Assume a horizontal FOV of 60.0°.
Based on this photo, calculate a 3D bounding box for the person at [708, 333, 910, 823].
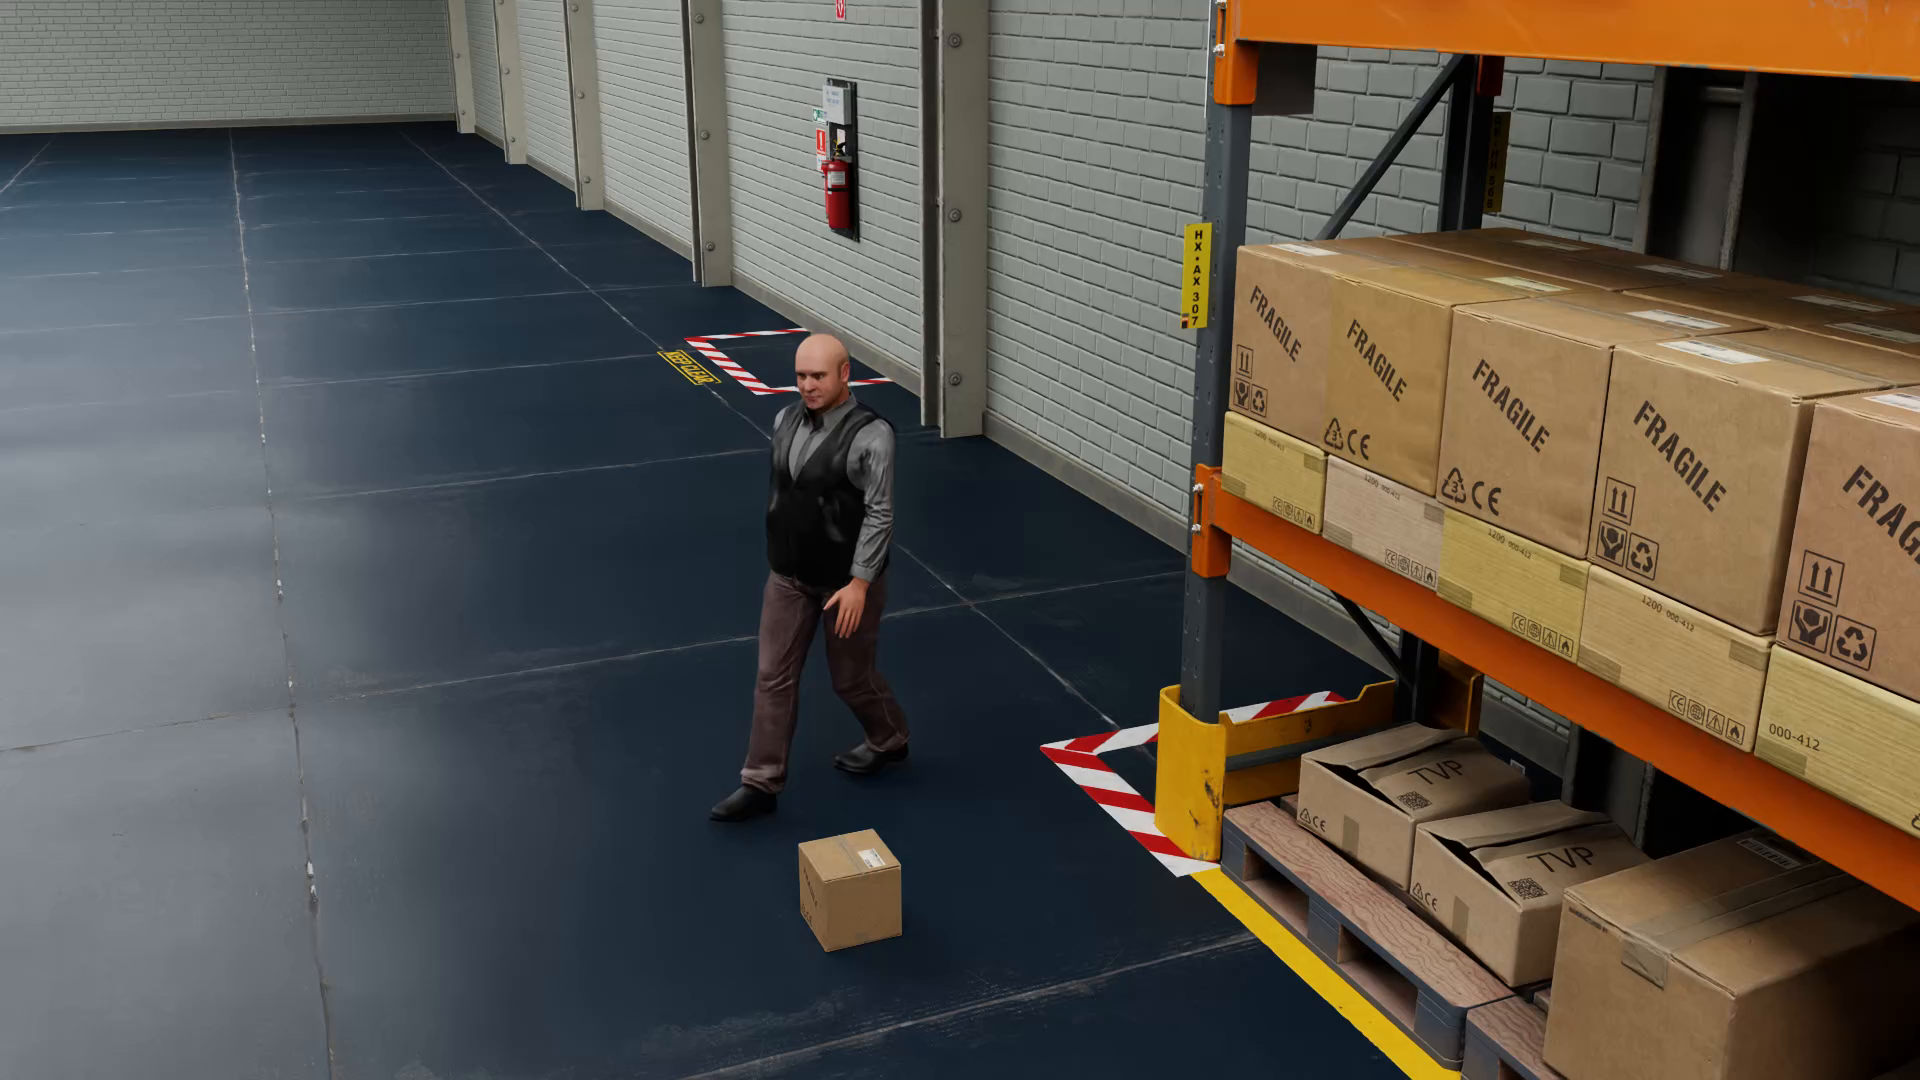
[{"bbox_3d":[-0.485,0.132,5.720,0.573,1.694,0.855,12,22,32],"label":"person"}]
